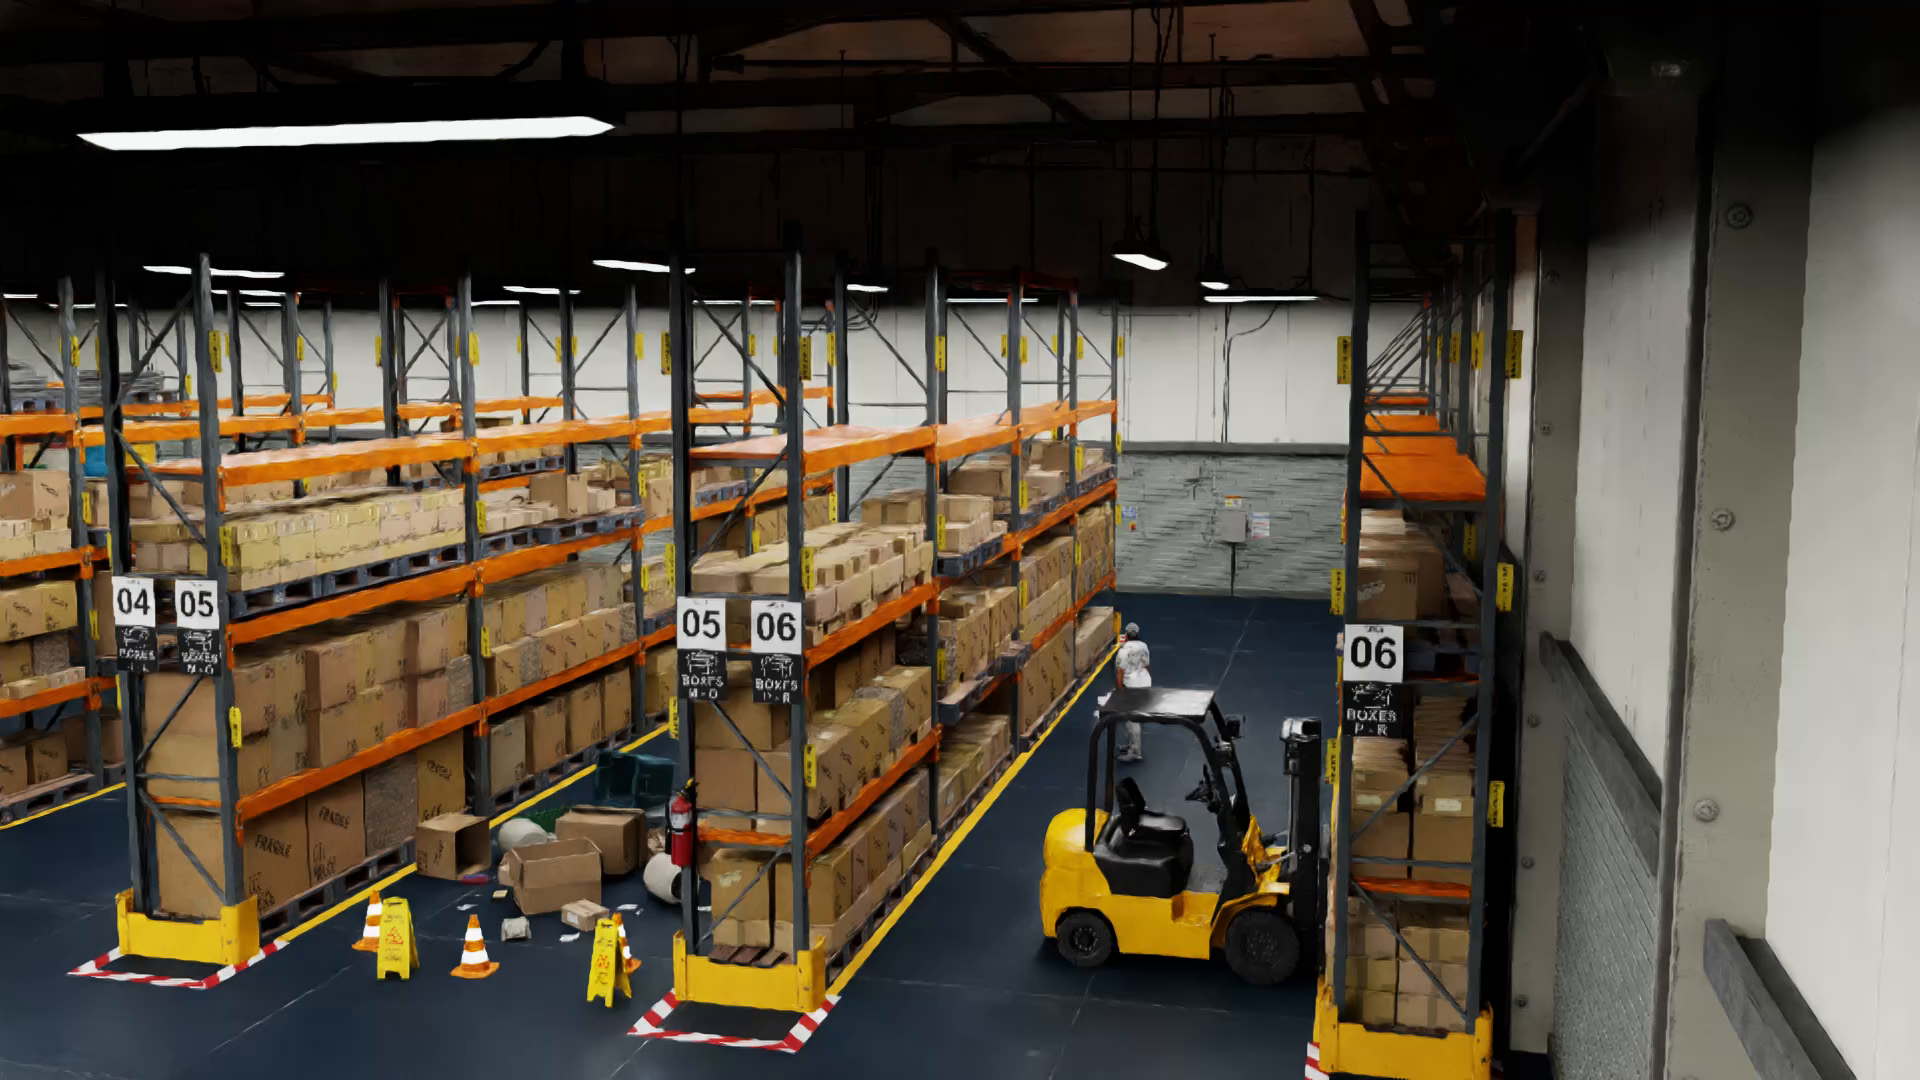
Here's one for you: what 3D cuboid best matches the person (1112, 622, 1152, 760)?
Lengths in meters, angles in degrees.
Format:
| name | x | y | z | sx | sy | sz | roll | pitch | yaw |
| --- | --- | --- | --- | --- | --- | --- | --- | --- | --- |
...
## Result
| name | x | y | z | sx | sy | sz | roll | pitch | yaw |
| --- | --- | --- | --- | --- | --- | --- | --- | --- | --- |
| person | 2.104 | 1.838 | 20.502 | 0.556 | 1.659 | 0.598 | 7 | 10 | 44 |
